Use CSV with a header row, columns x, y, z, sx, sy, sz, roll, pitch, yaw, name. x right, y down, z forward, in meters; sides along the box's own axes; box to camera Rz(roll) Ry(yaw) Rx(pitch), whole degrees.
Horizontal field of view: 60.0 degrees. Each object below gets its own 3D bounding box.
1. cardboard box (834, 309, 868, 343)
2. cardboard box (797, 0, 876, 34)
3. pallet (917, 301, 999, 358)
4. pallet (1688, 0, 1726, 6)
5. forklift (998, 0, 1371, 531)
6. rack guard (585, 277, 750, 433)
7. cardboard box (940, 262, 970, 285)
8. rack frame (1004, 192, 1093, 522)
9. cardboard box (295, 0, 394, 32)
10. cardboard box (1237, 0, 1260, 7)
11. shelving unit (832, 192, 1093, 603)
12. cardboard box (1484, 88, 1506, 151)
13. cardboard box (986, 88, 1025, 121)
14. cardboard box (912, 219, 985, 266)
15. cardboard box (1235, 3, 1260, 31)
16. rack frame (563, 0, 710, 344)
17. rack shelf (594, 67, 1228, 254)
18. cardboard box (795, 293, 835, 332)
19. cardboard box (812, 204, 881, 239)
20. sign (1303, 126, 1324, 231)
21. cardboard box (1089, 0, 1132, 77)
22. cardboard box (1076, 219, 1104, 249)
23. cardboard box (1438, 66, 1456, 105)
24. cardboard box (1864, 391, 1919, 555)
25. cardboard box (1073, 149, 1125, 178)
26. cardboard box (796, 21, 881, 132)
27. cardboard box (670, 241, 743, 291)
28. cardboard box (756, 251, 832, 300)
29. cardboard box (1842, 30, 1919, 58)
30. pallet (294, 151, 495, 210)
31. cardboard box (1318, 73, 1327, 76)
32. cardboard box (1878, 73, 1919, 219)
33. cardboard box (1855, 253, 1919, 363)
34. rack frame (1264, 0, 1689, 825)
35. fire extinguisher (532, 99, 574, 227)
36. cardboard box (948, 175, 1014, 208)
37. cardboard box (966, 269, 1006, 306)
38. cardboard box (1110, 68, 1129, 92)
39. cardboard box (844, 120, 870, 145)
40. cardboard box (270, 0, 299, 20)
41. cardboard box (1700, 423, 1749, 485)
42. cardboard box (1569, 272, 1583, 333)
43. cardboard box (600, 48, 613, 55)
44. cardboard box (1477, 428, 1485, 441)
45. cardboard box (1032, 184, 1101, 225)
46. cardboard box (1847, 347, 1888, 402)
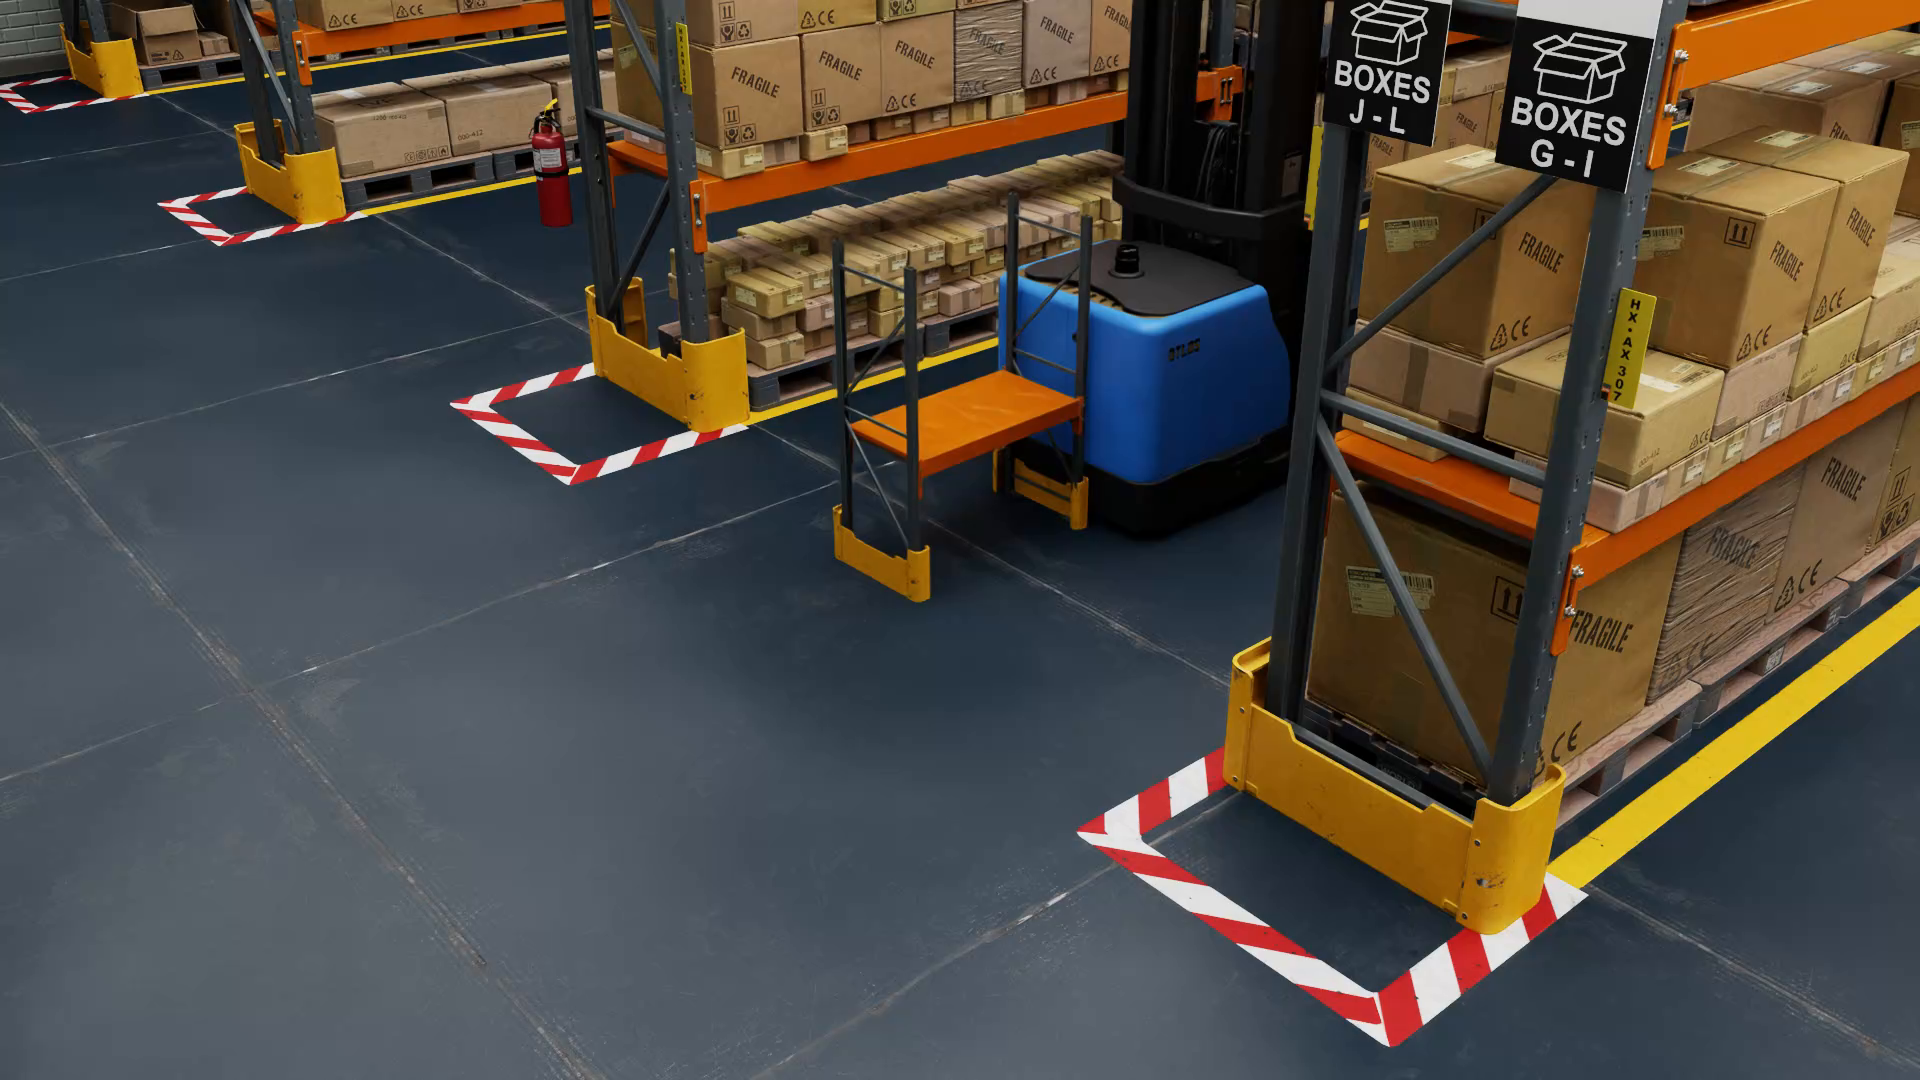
x,y,z,sx,sy,sz,roll,pitch,yaw,name
-0.739,-1.275,9.533,0.250,0.149,0.380,-21,35,-34,cardboard box
-0.782,-2.929,8.566,0.500,0.500,0.500,-21,34,-34,cardboard box
-0.049,-1.515,10.360,1.213,0.211,1.003,-22,35,-35,pallet
2.025,-1.819,4.883,1.213,0.211,1.003,-22,35,-35,pallet
1.593,-1.914,8.222,3.031,2.935,1.130,-24,36,-37,forklift
-1.618,-1.035,9.156,0.348,0.500,1.175,-22,35,-35,rack guard
-0.151,-1.664,9.945,0.250,0.149,0.380,-20,34,-32,cardboard box
0.396,-0.821,7.694,0.032,1.500,0.500,-23,36,-37,rack frame
-4.414,-3.946,11.846,0.500,0.500,0.500,-22,35,-35,cardboard box
1.966,-3.499,10.620,0.250,0.149,0.380,-21,35,-34,cardboard box
0.015,-0.655,7.385,1.083,1.500,0.587,-23,36,-37,shelving unit
4.080,-3.349,13.041,0.500,0.500,0.500,-22,35,-35,cardboard box
0.160,-2.552,9.609,0.250,0.149,0.380,-21,35,-34,cardboard box
-0.068,-1.753,9.795,0.250,0.149,0.380,-21,35,-34,cardboard box
1.966,-3.368,10.690,0.250,0.149,0.380,-24,36,-37,cardboard box
-1.675,-2.114,8.524,0.127,3.000,1.000,-22,35,-35,rack frame
-0.154,-2.409,9.838,4.000,0.370,1.077,-22,35,-35,rack shelf
-0.865,-1.305,9.273,0.250,0.149,0.380,-22,35,-35,cardboard box
-0.688,-1.897,10.065,0.250,0.149,0.380,-20,34,-33,cardboard box
1.125,-1.119,5.181,0.005,0.325,0.100,-22,35,-35,sign
0.787,-3.105,9.957,0.500,0.500,0.500,-23,36,-36,cardboard box
0.690,-1.969,10.516,0.250,0.149,0.380,-22,35,-34,cardboard box
3.287,-3.364,12.272,0.500,0.250,0.500,-21,35,-34,cardboard box
3.956,-0.603,7.505,0.875,0.875,0.875,-22,35,-35,cardboard box
0.971,-2.497,11.188,0.250,0.149,0.380,-20,34,-33,cardboard box
-0.764,-2.501,8.825,0.500,0.500,0.500,-22,35,-35,cardboard box
-1.437,-1.557,9.429,0.250,0.149,0.380,-21,35,-34,cardboard box
-0.925,-1.470,9.267,0.250,0.149,0.380,-21,35,-34,cardboard box
3.980,-1.869,7.113,0.500,0.500,0.500,-22,35,-35,cardboard box
-4.408,-2.901,12.954,1.213,0.211,1.003,-22,35,-35,pallet
2.563,-3.389,12.320,0.500,0.250,0.500,-24,36,-37,cardboard box
3.950,-1.536,6.490,0.500,0.500,0.500,-21,35,-34,cardboard box
3.177,-0.895,6.086,0.500,0.250,0.500,-23,36,-36,cardboard box
1.467,-0.305,5.138,0.127,3.000,1.000,-22,35,-35,rack frame
-2.166,-2.004,8.795,0.183,0.674,0.296,-22,35,-35,fire extinguisher
0.132,-2.202,10.637,0.250,0.149,0.380,-21,35,-34,cardboard box
0.099,-1.566,10.076,0.250,0.149,0.380,-22,35,-35,cardboard box
0.935,-2.878,10.219,0.250,0.149,0.380,-20,34,-33,cardboard box
-0.702,-2.269,9.080,0.250,0.149,0.380,-20,34,-33,cardboard box
-4.770,-4.145,12.217,0.500,0.500,0.500,-22,35,-35,cardboard box
2.340,-0.342,5.474,0.250,0.149,0.380,-23,36,-36,cardboard box
2.050,-0.768,5.849,0.500,0.250,0.500,-23,35,-36,cardboard box
-2.469,-3.983,14.294,0.875,0.438,0.875,-22,35,-36,cardboard box
1.721,-0.501,5.772,0.250,0.149,0.380,-21,35,-34,cardboard box
0.665,-2.103,10.451,0.250,0.149,0.380,-21,34,-33,cardboard box
3.121,-0.655,6.060,0.250,0.149,0.380,-23,36,-36,cardboard box
